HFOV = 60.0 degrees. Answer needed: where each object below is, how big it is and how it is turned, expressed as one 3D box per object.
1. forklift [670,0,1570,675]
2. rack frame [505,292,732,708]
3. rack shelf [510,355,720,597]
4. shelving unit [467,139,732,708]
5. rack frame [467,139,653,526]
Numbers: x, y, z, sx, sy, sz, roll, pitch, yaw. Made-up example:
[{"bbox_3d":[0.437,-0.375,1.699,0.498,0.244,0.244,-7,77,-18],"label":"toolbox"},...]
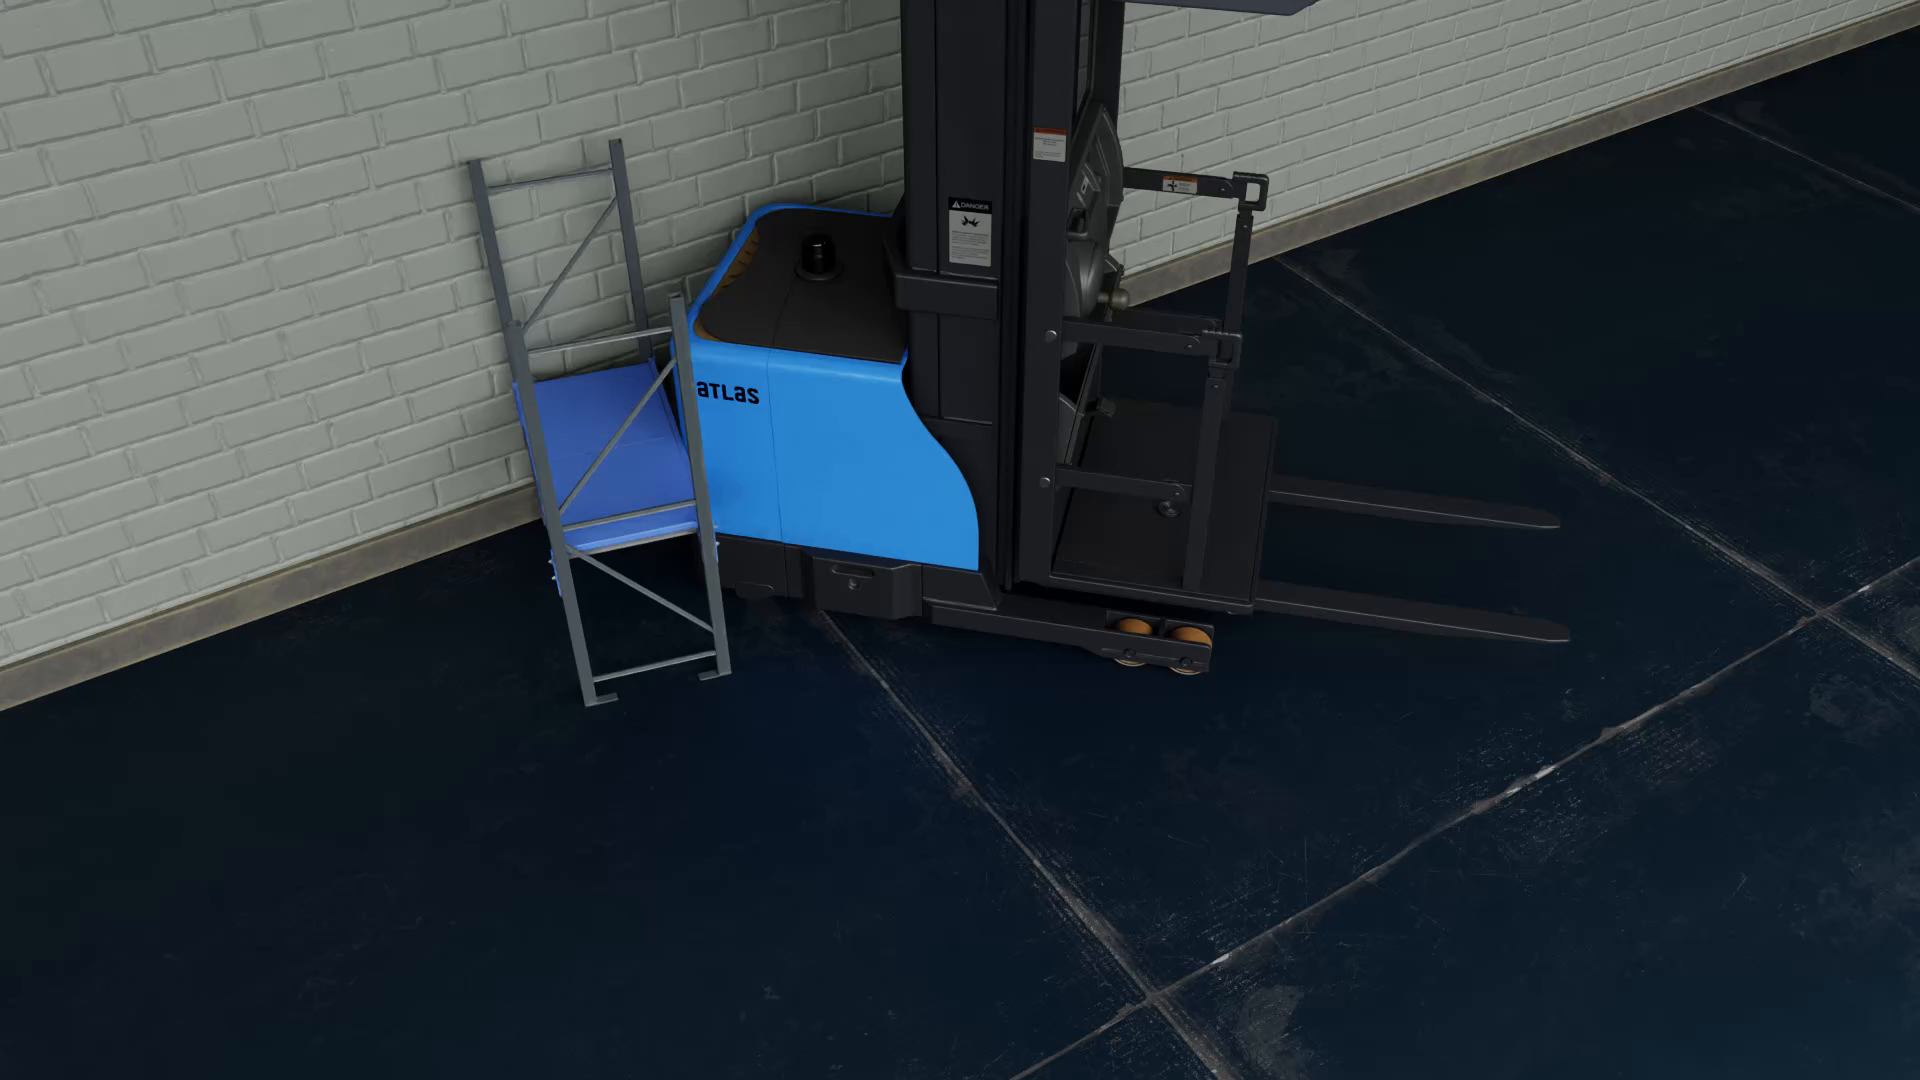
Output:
[{"bbox_3d":[0.613,-1.039,5.207,3.031,2.935,1.130,8,40,10],"label":"forklift"},{"bbox_3d":[-1.026,-0.074,5.166,0.500,1.500,0.032,-12,41,-14],"label":"rack frame"},{"bbox_3d":[-1.188,-0.245,5.652,0.538,0.185,1.000,-12,41,-14],"label":"rack shelf"},{"bbox_3d":[-1.189,-0.383,5.537,0.538,1.500,1.048,-12,41,-14],"label":"shelving unit"},{"bbox_3d":[-1.351,-0.691,5.907,0.500,1.500,0.032,-12,41,-14],"label":"rack frame"}]
